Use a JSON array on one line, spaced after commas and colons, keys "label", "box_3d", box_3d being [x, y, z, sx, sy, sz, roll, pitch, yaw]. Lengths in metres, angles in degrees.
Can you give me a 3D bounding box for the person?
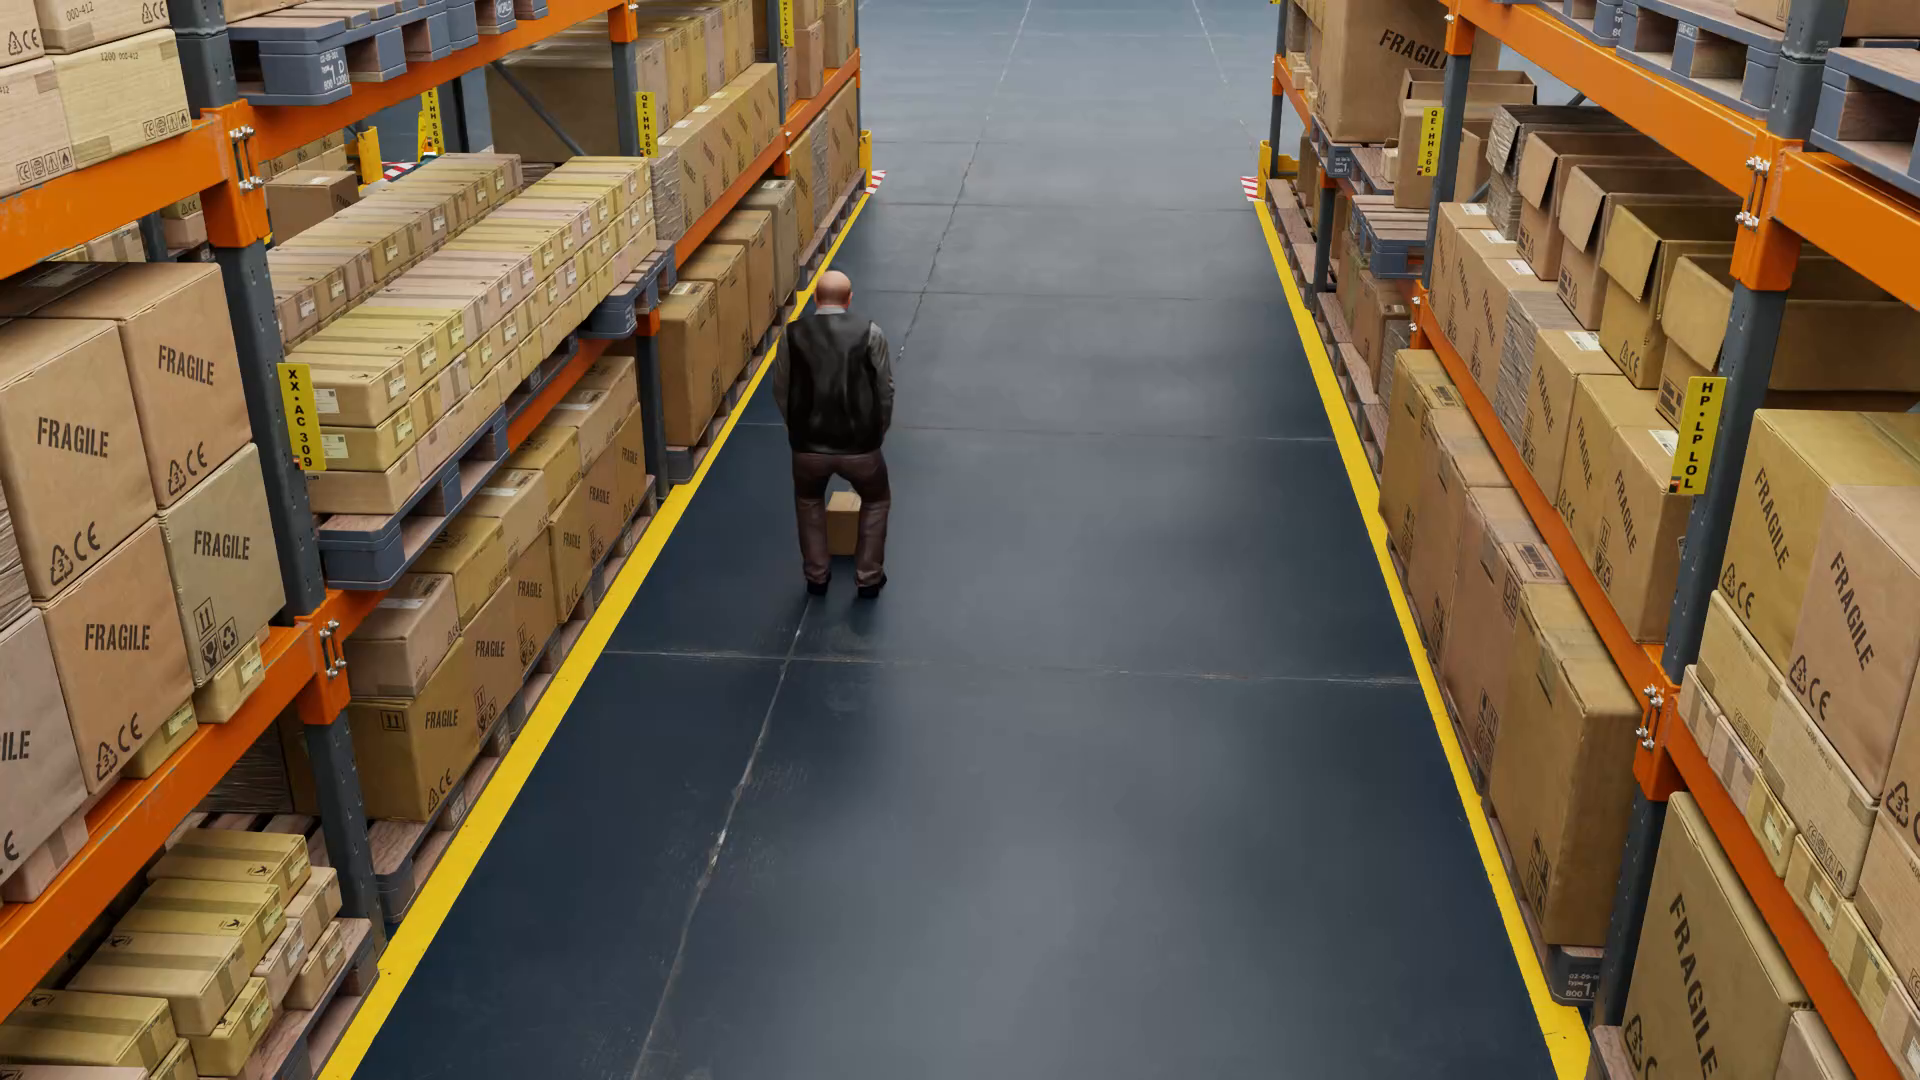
[{"label": "person", "box_3d": [-0.607, -0.417, 7.949, 0.586, 1.407, 0.602, 2, 24, 5]}]
